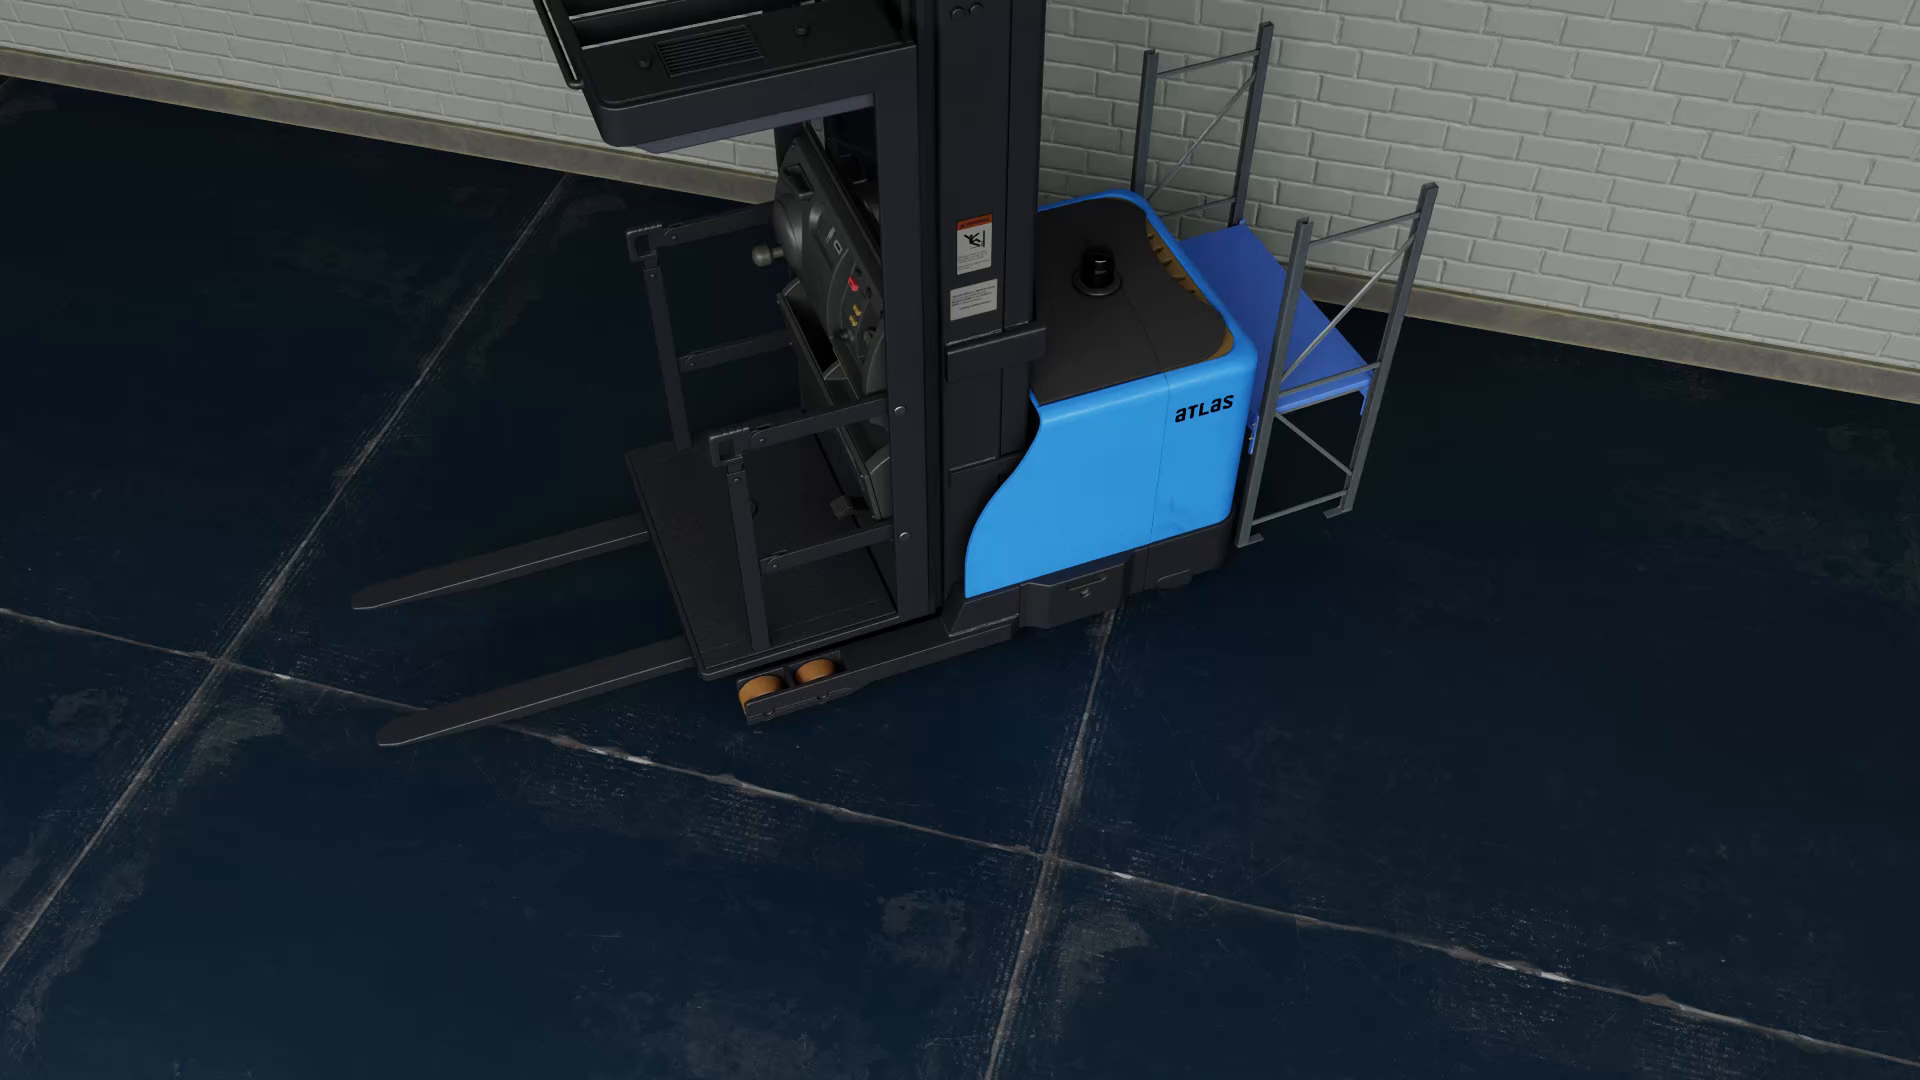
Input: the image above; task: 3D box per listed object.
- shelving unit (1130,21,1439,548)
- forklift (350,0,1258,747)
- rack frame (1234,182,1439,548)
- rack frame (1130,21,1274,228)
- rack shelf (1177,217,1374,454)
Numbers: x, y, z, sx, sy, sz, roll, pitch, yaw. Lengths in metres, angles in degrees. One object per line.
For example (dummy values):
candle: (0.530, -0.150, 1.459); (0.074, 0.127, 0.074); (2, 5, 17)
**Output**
shelving unit: (1.066, -0.900, 6.042); (0.538, 1.500, 1.048); (-18, 51, -15)
forklift: (-0.586, -0.800, 5.001); (3.031, 2.935, 1.130); (-16, 51, -14)
rack frame: (1.267, -0.550, 5.733); (0.500, 1.500, 0.032); (-18, 51, -15)
rack frame: (0.865, -1.250, 6.351); (0.500, 1.500, 0.032); (-18, 51, -15)
rack shelf: (1.065, -0.780, 6.176); (0.538, 0.185, 1.000); (-18, 51, -15)
